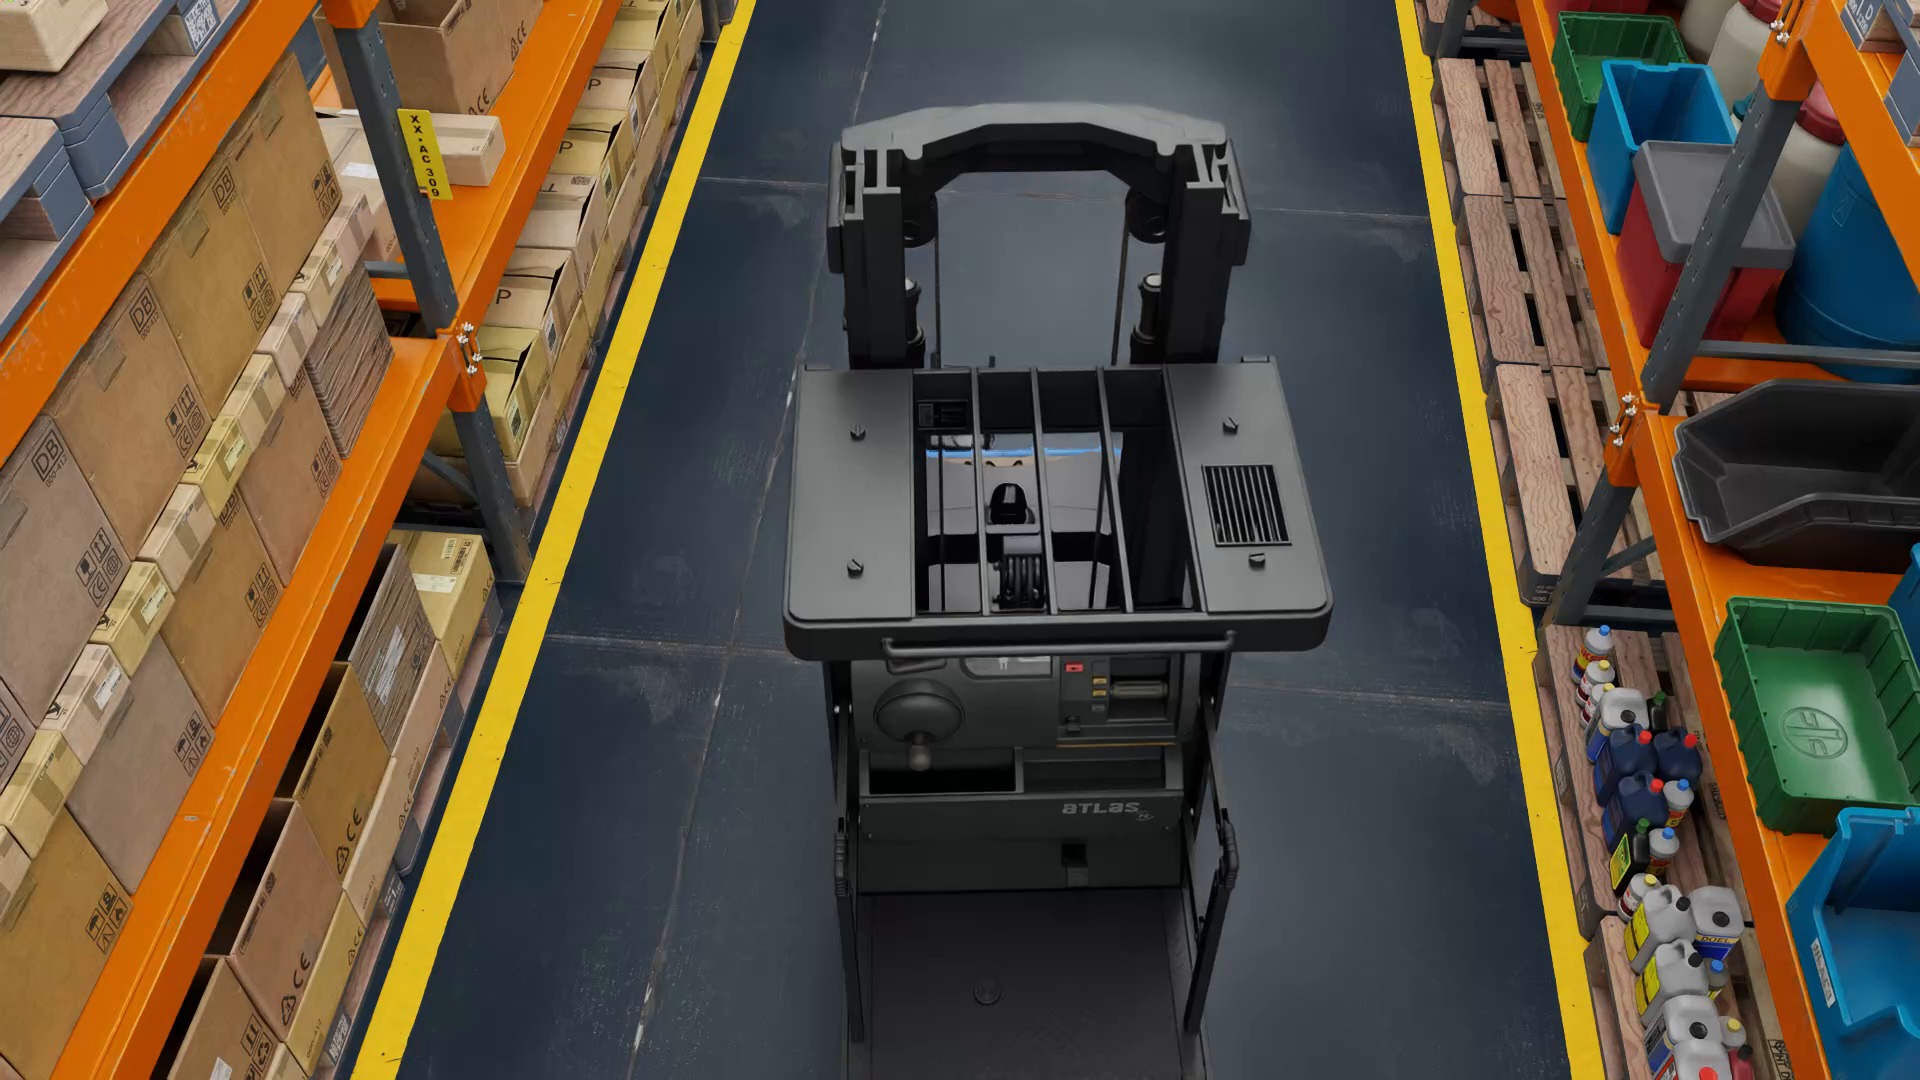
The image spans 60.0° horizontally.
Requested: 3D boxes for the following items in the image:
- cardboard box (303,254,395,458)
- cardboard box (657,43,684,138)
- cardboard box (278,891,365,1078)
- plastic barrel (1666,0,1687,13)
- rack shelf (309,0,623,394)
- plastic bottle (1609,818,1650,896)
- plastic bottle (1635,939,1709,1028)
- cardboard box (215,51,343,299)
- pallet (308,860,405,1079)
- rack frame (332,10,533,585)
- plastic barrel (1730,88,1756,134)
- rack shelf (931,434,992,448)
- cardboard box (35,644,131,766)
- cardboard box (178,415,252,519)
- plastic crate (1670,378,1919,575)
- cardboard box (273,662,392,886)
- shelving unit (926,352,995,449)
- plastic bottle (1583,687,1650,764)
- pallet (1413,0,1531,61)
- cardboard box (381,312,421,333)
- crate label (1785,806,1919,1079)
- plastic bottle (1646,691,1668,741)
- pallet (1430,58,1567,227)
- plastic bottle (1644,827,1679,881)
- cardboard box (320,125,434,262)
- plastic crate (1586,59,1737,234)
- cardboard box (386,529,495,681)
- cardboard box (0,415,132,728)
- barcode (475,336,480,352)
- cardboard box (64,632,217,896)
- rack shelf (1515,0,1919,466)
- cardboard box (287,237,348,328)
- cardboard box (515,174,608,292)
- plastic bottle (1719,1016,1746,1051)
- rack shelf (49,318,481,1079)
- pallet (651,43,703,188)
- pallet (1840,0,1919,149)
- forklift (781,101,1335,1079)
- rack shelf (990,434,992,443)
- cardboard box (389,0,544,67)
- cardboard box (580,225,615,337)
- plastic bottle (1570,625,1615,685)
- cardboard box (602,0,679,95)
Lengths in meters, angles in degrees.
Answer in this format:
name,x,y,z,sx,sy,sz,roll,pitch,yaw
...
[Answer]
name,x,y,z,sx,sy,sz,roll,pitch,yaw
cardboard box,-2.249,-0.620,5.217,0.700,0.500,0.500,3,48,3
cardboard box,-1.699,-2.284,8.385,0.500,0.250,0.500,3,48,3
cardboard box,-2.171,1.331,5.078,0.500,0.250,0.500,4,48,4
plastic barrel,3.163,-2.474,6.904,0.421,0.512,0.421,0,48,0
rack shelf,-2.033,-2.140,7.162,1.077,0.370,4.000,4,48,4
plastic bottle,2.157,1.014,5.333,0.061,0.283,0.133,6,48,5
plastic bottle,2.158,1.322,5.006,0.144,0.351,0.185,6,48,5
cardboard box,-2.249,-1.058,4.738,0.700,0.500,0.500,4,48,4
pallet,-2.438,1.509,5.227,1.003,0.211,1.213,4,48,4
rack frame,-2.215,-0.913,5.552,1.000,3.000,0.127,4,48,4
plastic barrel,2.991,-1.493,6.176,0.301,0.262,0.301,0,48,0
rack shelf,0.001,-0.409,6.315,0.258,0.077,0.200,4,48,4
cardboard box,-2.188,0.370,3.871,0.380,0.149,0.250,4,48,4
cardboard box,-2.121,-0.204,4.396,0.380,0.149,0.250,4,48,3
plastic crate,2.543,-0.180,4.924,0.767,0.338,0.504,4,48,4
cardboard box,-2.138,0.710,5.138,0.500,0.500,0.500,4,48,4
shelving unit,0.001,-0.310,6.423,0.258,0.900,0.210,4,48,4
plastic bottle,2.250,0.638,5.681,0.152,0.276,0.135,5,48,5
pallet,3.112,-3.157,9.495,1.003,0.211,1.213,4,48,4
cardboard box,-2.422,-1.015,6.845,0.500,0.311,0.500,5,48,5
crate label,2.251,0.980,3.797,0.502,0.435,0.616,4,48,4
plastic bottle,2.356,0.642,5.673,0.061,0.283,0.133,4,48,4
pallet,2.973,-2.009,8.444,1.003,0.211,1.213,4,48,4
plastic bottle,2.237,1.010,5.344,0.097,0.271,0.097,0,48,0
cardboard box,-2.214,-1.227,5.941,0.500,0.250,0.500,7,48,6
plastic crate,2.508,-1.403,6.011,0.392,0.384,0.575,4,48,4
cardboard box,-2.040,0.229,6.087,0.500,0.250,0.500,4,48,4
cardboard box,-2.386,0.048,3.726,0.700,0.500,0.500,4,48,4
barcode,-1.777,-0.701,6.104,0.001,0.075,0.075,4,48,4
cardboard box,-2.386,0.513,4.180,0.700,0.500,0.500,5,48,5
rack shelf,2.900,-1.804,6.855,1.077,0.370,4.000,4,48,4
cardboard box,-2.051,-0.770,4.914,0.380,0.149,0.250,3,48,3
cardboard box,-1.832,-1.351,7.151,0.500,0.311,0.500,2,48,2
plastic bottle,2.273,1.489,4.954,0.097,0.201,0.097,0,48,0
rack shelf,-2.397,0.800,4.473,1.077,0.370,4.000,4,48,4
pallet,-1.964,-2.309,8.719,1.003,0.211,1.213,4,48,4
pallet,2.749,-0.989,3.717,1.213,0.211,1.003,4,48,4
forklift,0.183,0.512,4.296,1.130,2.935,3.031,-1,48,-1
rack shelf,0.001,-0.469,6.249,0.258,0.077,0.200,4,48,4
cardboard box,-2.035,-2.265,6.721,0.500,0.500,0.500,4,48,4
cardboard box,-1.839,-1.163,7.359,0.500,0.250,0.500,3,48,2
plastic bottle,2.252,0.400,5.902,0.097,0.271,0.097,0,48,0
cardboard box,-1.694,-2.471,8.176,0.500,0.311,0.500,3,48,3
